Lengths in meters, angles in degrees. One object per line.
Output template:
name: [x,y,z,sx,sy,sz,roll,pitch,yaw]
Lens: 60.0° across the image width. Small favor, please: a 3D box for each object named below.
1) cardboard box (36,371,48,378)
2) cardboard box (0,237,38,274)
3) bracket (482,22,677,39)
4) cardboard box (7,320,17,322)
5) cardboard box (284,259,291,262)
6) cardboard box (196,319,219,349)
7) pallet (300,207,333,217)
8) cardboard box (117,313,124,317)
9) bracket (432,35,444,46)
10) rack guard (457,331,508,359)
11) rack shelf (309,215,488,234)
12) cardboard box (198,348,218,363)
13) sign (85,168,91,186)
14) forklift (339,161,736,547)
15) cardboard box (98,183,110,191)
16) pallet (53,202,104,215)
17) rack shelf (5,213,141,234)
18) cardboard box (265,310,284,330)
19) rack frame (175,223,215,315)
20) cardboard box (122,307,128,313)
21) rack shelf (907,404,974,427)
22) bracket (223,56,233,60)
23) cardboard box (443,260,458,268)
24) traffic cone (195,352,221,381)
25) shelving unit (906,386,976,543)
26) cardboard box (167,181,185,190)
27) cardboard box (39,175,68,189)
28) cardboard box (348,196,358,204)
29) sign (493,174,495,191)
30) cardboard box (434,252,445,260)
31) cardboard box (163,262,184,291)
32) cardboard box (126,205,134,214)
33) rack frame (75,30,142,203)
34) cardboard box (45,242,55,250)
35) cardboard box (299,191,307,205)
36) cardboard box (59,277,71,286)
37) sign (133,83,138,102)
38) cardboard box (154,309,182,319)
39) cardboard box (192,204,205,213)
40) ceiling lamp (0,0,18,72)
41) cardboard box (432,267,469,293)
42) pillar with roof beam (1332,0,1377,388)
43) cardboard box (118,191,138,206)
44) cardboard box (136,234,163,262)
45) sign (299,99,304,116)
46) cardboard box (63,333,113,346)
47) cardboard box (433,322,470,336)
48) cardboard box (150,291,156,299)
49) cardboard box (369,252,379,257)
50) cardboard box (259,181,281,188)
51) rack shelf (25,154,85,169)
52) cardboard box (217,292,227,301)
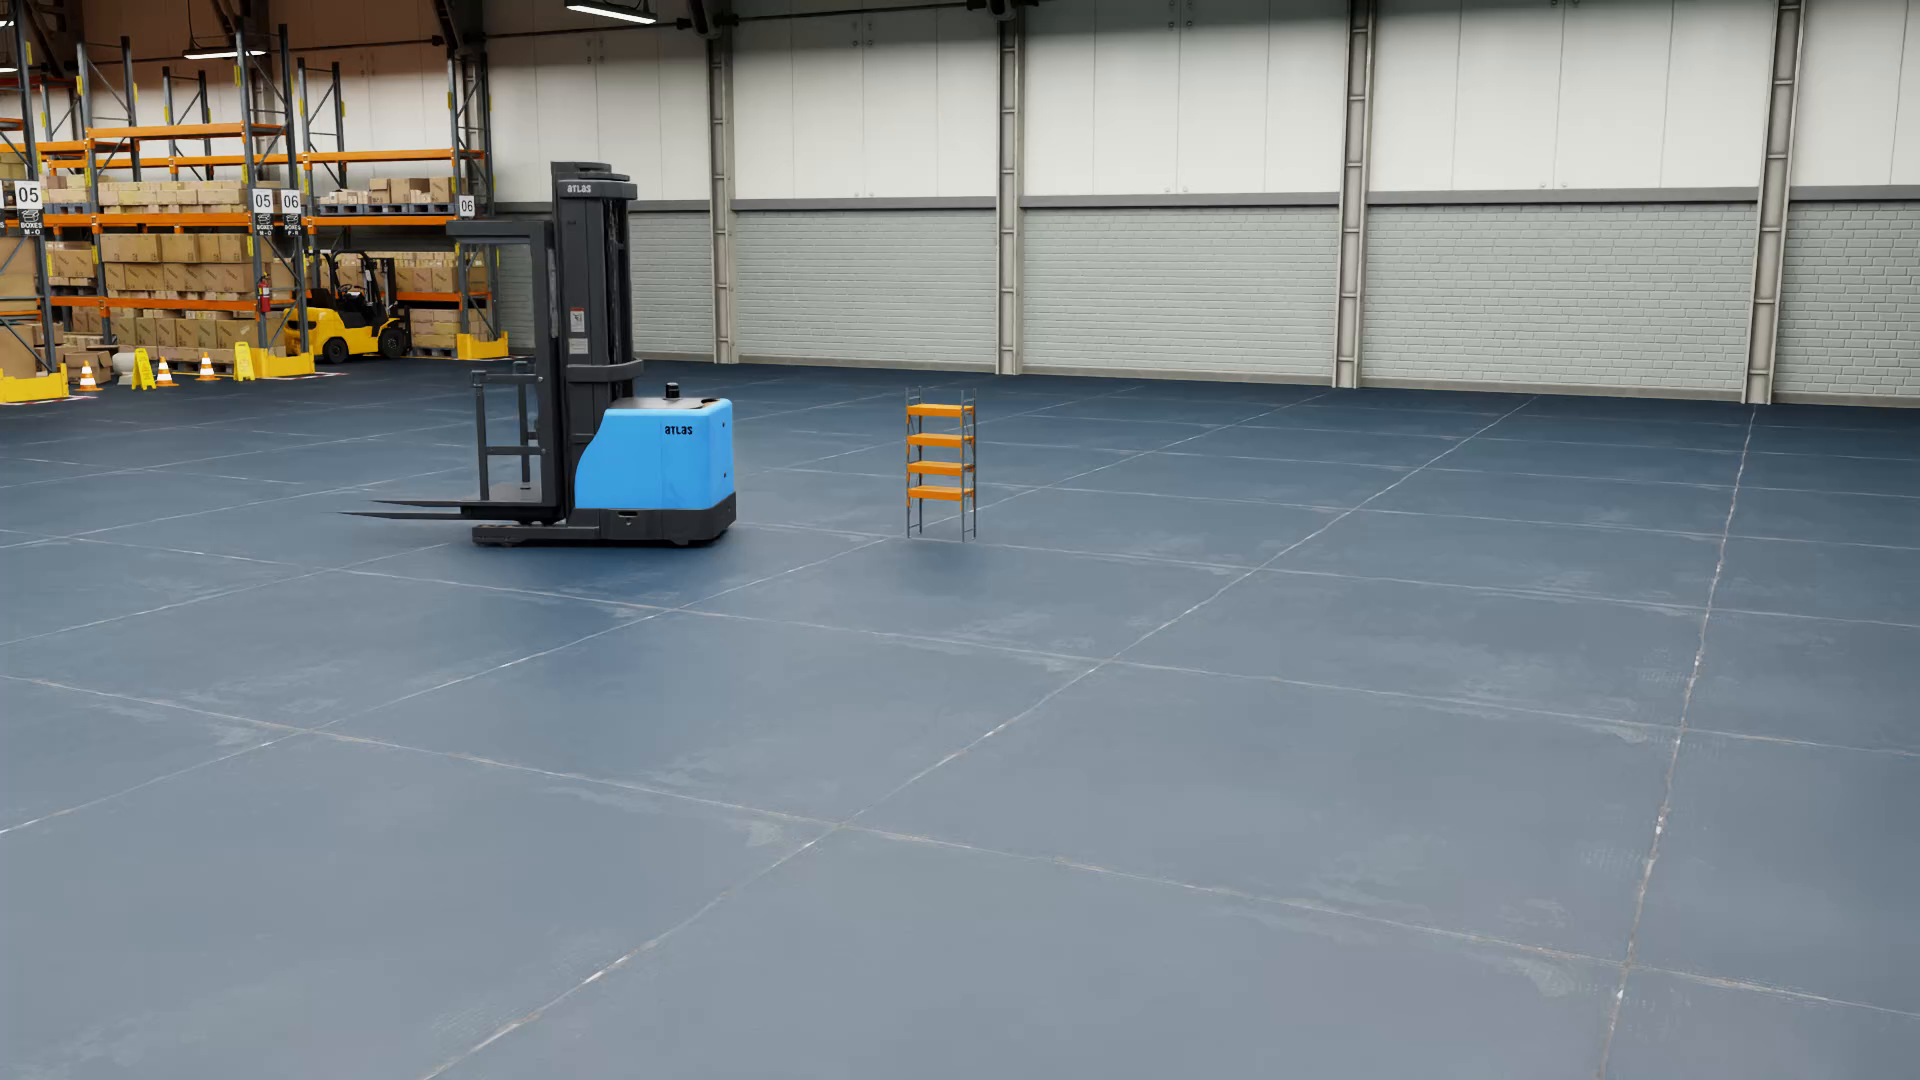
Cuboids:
cardboard box: [-15.185,-2.709,27.455,0.258,0.266,0.396,7,13,36]
cardboard box: [-14.270,-4.221,24.679,0.550,0.550,0.875,5,11,26]
bracket: [-7.346,-9.801,32.007,4.783,0.066,0.076,5,11,26]
cardboard box: [-22.324,-5.215,39.464,0.500,0.500,0.500,5,12,27]
cardboard box: [-14.089,-5.893,35.264,0.250,0.149,0.380,5,11,26]
cardboard box: [-13.158,-3.664,29.489,0.500,0.500,0.500,6,12,28]
pallet: [-14.046,-6.937,35.251,1.217,0.209,0.805,5,11,24]
cardboard box: [-18.699,-4.898,37.712,0.500,0.500,0.500,5,11,24]
bracket: [-10.417,-10.071,33.498,0.430,0.232,0.235,5,11,26]
rack guard: [-9.640,-3.941,33.599,0.348,0.500,1.175,5,11,26]
rack shelf: [-11.455,-6.452,34.055,4.000,0.370,1.077,5,11,26]
cardboard box: [-13.160,-3.296,29.560,0.500,0.250,0.500,5,11,26]
sign: [-15.684,-6.530,29.907,0.005,0.325,0.100,5,11,26]
forklift: [-3.390,-1.481,13.184,3.031,2.935,1.130,1,10,4]
cardboard box: [-15.304,-6.362,30.006,0.250,0.149,0.380,5,11,25]
pallet: [-15.948,-6.144,30.859,1.003,0.211,1.213,5,11,26]
rack shelf: [-17.235,-5.974,31.414,4.000,0.370,1.077,5,11,26]
cardboard box: [-14.414,-4.627,35.865,0.625,0.625,0.875,5,11,25]
rack frame: [-16.836,-5.803,36.870,0.127,3.000,1.000,5,11,26]
cardboard box: [-18.766,-5.234,37.743,0.250,0.149,0.380,5,11,26]
rack shelf: [-0.148,-0.990,13.125,0.480,0.148,0.258,5,11,26]
bracket: [-15.797,-10.543,36.110,0.430,0.232,0.235,5,11,26]
cardboard box: [-10.097,-5.523,33.224,0.250,0.149,0.380,5,11,27]
traffic cone: [-12.811,-2.959,28.280,0.334,0.463,0.336,5,11,26]
shelving unit: [-0.148,-0.603,13.195,0.503,1.200,0.258,5,11,26]
cardboard box: [-13.679,-6.219,29.214,0.250,0.149,0.380,5,12,27]
cardboard box: [-16.943,-6.652,30.976,0.500,0.250,0.500,5,12,27]
cardboard box: [-12.292,-6.951,34.040,0.250,0.149,0.380,5,12,28]
sign: [-9.411,-7.206,33.522,0.005,0.325,0.100,5,11,26]
cardboard box: [-10.311,-5.696,33.344,0.250,0.149,0.380,5,11,26]
cardboard box: [-13.804,-4.697,29.643,0.500,0.500,0.500,5,11,26]
cardboard box: [-14.790,-5.952,29.976,0.250,0.149,0.380,5,11,26]
rack frame: [-15.442,-7.647,30.212,0.127,3.000,1.000,5,11,26]
cardboard box: [-16.836,-5.486,31.005,0.250,0.149,0.380,4,11,23]
cardboard box: [-14.006,-7.194,34.923,0.500,0.311,0.500,5,11,24]
cardboard box: [-16.501,-4.812,30.923,0.250,0.149,0.380,5,11,25]
sign: [-15.185,-8.230,30.593,0.005,0.325,0.100,5,11,26]
cardboard box: [-14.242,-4.066,29.890,0.250,0.149,0.380,6,12,29]
cardboard box: [-13.201,-5.799,29.130,0.250,0.149,0.380,5,11,25]
ceiling lamp: [-20.644,-11.525,35.253,2.000,3.185,0.800,5,11,26]
cardboard box: [-10.219,-5.218,33.361,0.500,0.500,0.500,5,11,25]
pillar with roof beam: [4.350,-6.217,22.315,0.400,9.000,9.100,5,11,26]
cardboard box: [-14.702,-6.126,29.817,0.500,0.250,0.500,5,11,25]
cardboard box: [-14.256,-5.225,29.755,0.500,0.500,0.700,5,11,25]
sign: [-13.478,-8.851,34.020,0.005,0.325,0.100,5,11,26]
cardboard box: [-16.560,-3.705,31.480,0.625,0.372,0.950,6,12,29]
cardboard box: [-10.237,-4.260,33.486,0.500,0.250,0.500,5,11,25]
cardboard box: [-14.341,-4.426,29.969,0.250,0.149,0.380,5,11,26]
cardboard box: [-11.904,-5.841,34.144,0.250,0.149,0.380,5,11,26]
cardboard box: [-12.083,-6.185,29.024,0.250,0.149,0.380,5,11,25]
rack shelf: [-22.217,-8.872,39.013,4.000,0.370,1.077,5,11,26]
cardboard box: [-12.781,-4.277,29.145,0.250,0.149,0.380,5,11,25]
